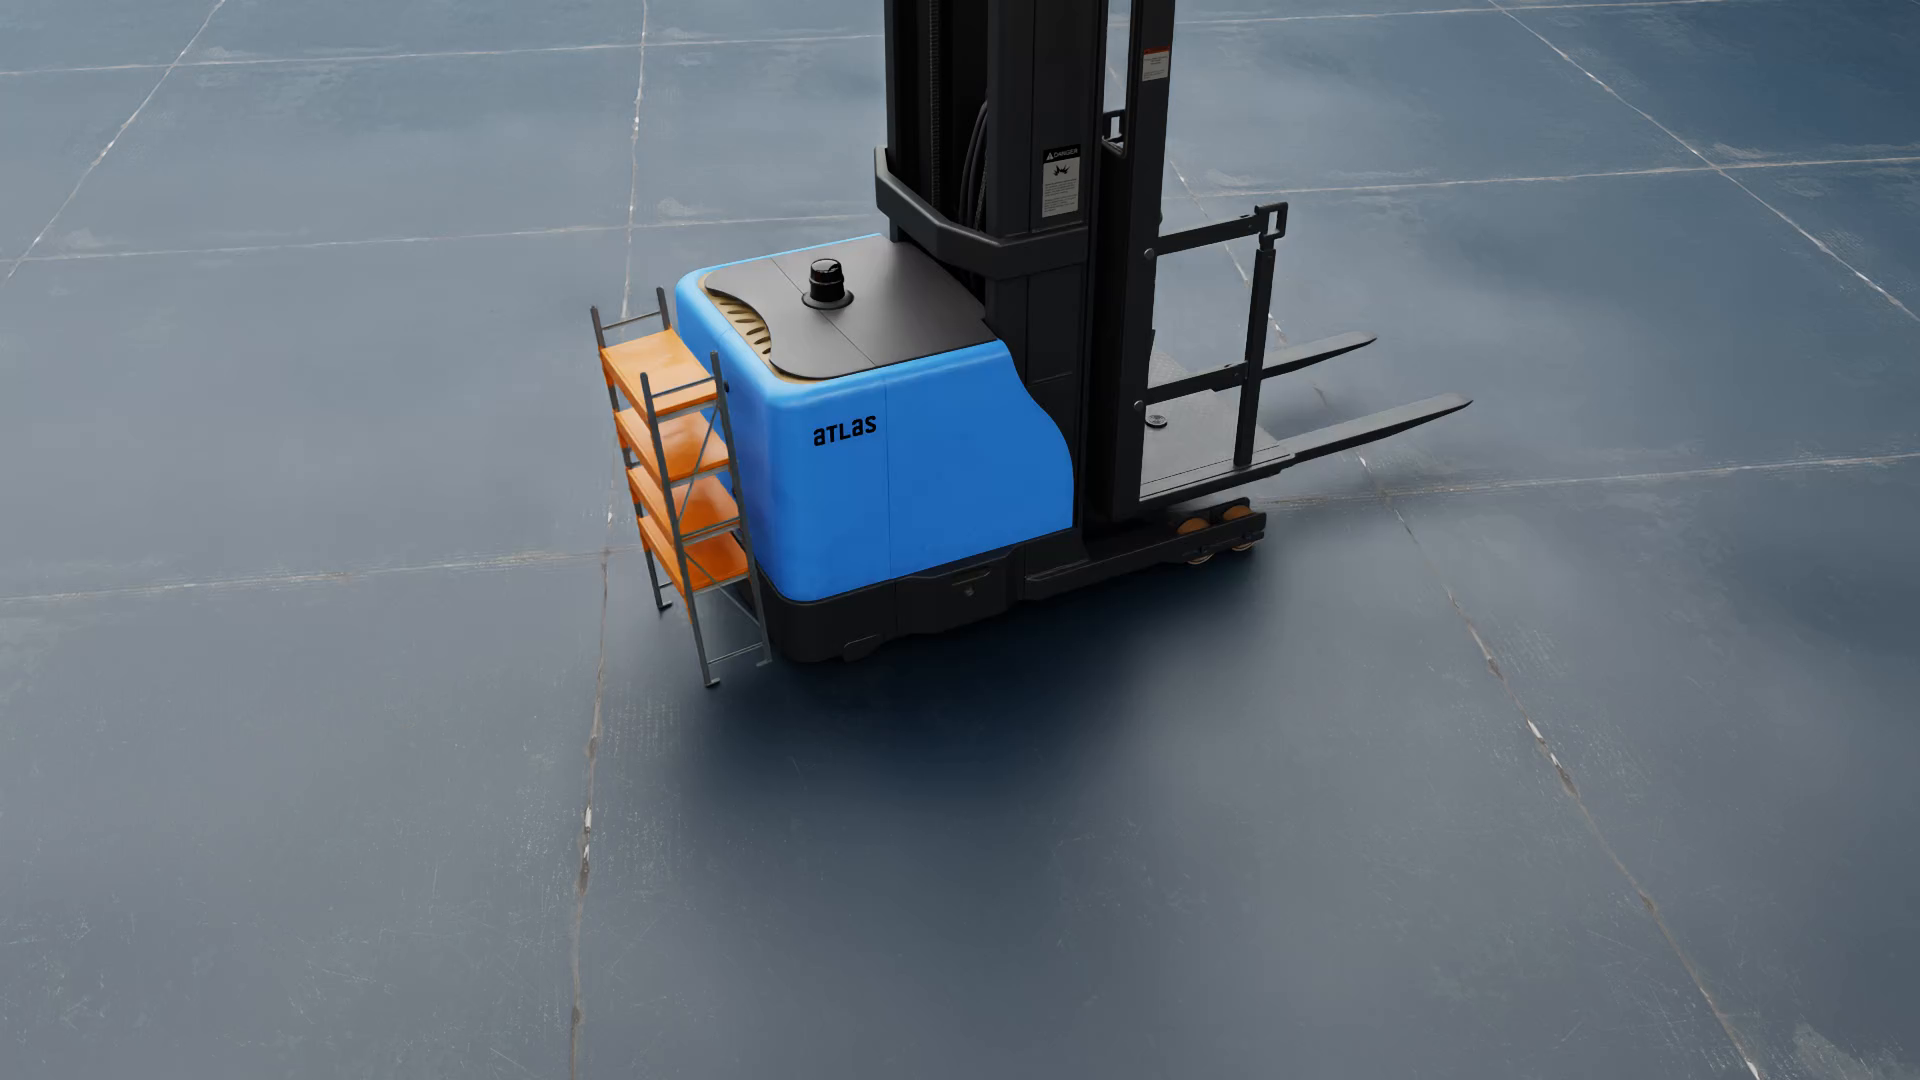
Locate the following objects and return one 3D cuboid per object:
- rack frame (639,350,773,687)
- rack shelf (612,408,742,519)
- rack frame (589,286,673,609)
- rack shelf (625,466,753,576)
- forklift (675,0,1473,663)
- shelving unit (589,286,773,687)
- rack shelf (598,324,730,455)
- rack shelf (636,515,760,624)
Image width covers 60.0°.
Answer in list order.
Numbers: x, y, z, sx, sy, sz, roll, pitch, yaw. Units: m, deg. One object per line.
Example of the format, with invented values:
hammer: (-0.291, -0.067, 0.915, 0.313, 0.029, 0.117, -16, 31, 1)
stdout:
rack frame: (-0.783, -0.037, 5.222, 0.240, 1.200, 0.015, -20, 39, -20)
rack shelf: (-0.906, -0.284, 5.309, 0.258, 0.148, 0.480, -20, 39, -20)
rack frame: (-1.007, -0.280, 5.580, 0.240, 1.200, 0.015, -20, 39, -20)
rack shelf: (-0.890, -0.104, 5.440, 0.258, 0.148, 0.480, -20, 39, -20)
forklift: (0.563, -1.371, 5.660, 3.031, 2.935, 1.130, -16, 37, -22)
shelving unit: (-0.895, -0.158, 5.401, 0.258, 1.200, 0.503, -20, 39, -20)
rack shelf: (-0.922, -0.475, 5.169, 0.258, 0.148, 0.480, -20, 39, -20)
rack shelf: (-0.877, 0.055, 5.558, 0.258, 0.148, 0.480, -20, 39, -20)
